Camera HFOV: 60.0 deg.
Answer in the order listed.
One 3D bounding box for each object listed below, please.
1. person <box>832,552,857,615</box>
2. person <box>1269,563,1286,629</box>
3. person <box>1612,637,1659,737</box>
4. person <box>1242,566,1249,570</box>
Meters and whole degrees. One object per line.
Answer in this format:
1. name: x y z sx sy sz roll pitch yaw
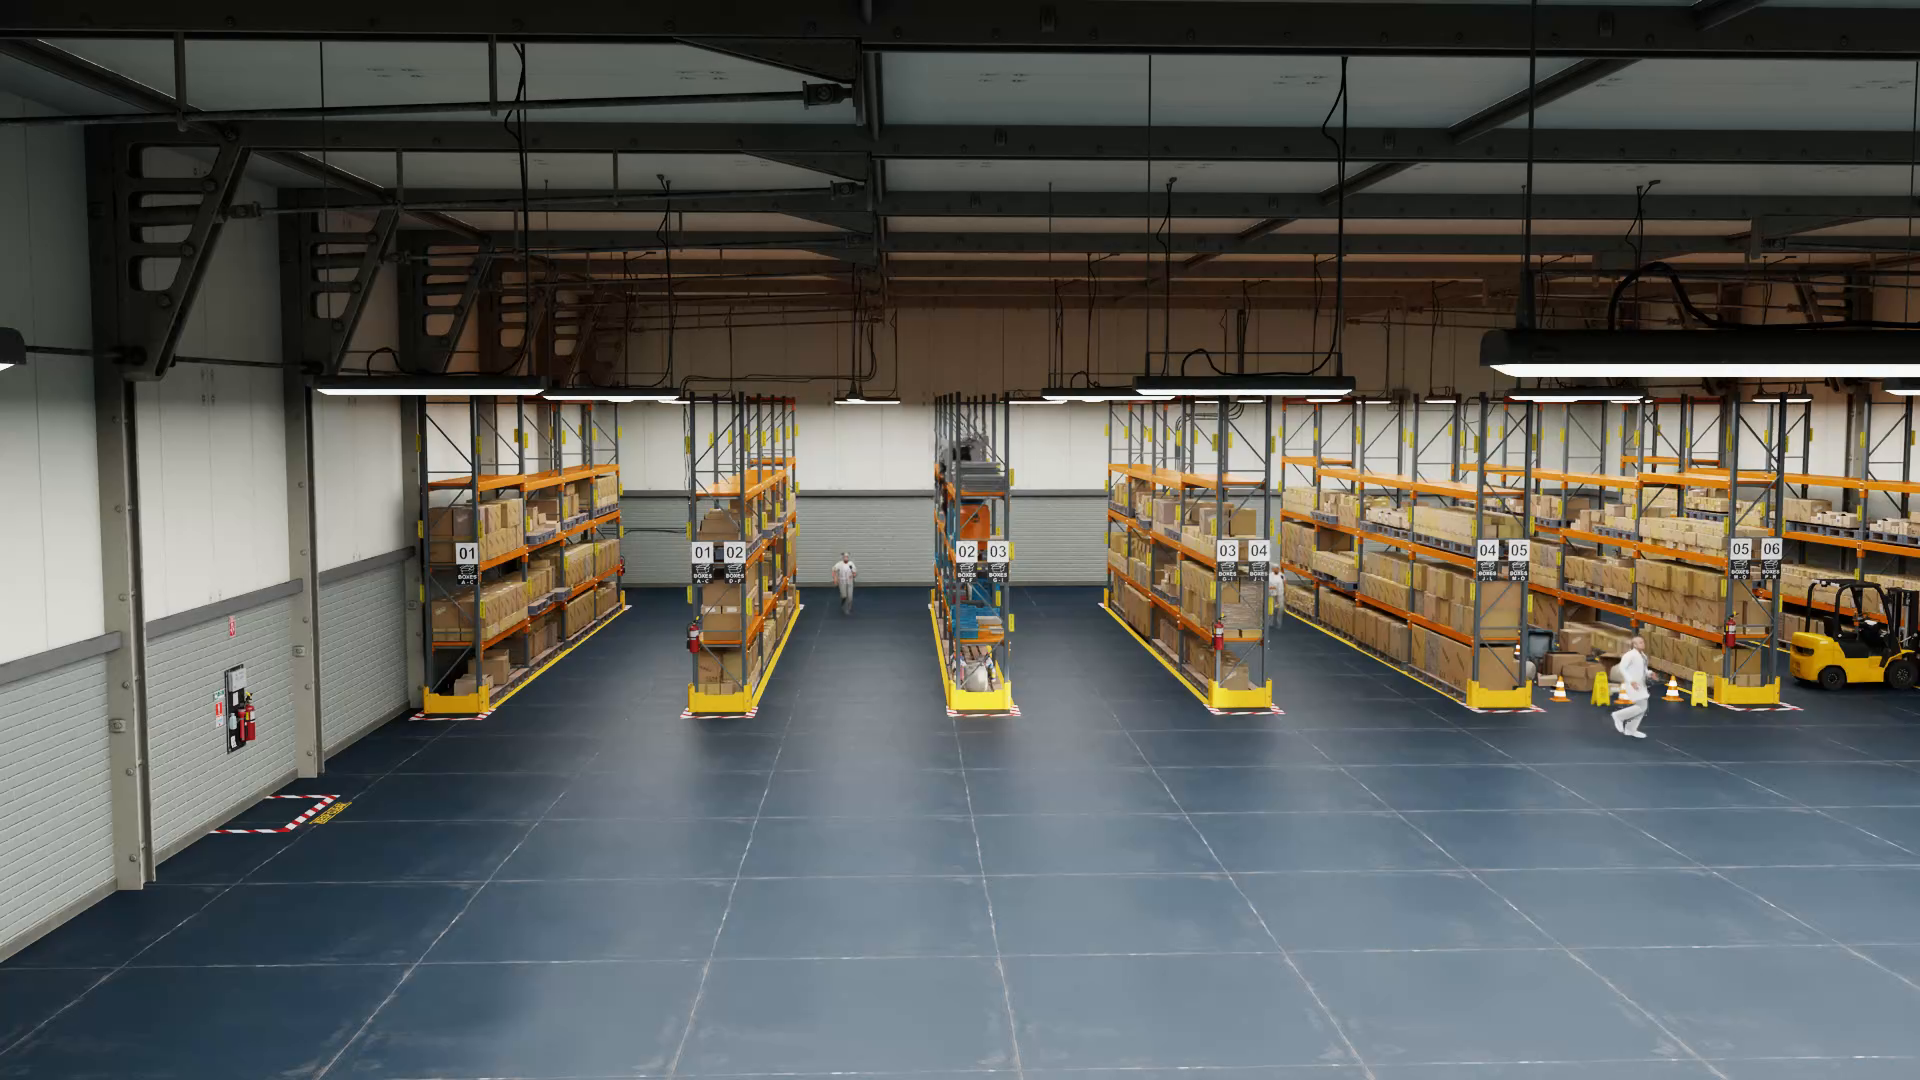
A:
1. person: -3.150 1.199 45.805 0.683 1.749 0.598 -1 5 -15
2. person: 8.182 1.460 43.096 0.604 1.717 0.718 0 5 2
3. person: 11.755 2.543 28.910 0.673 1.748 0.700 4 6 41
4. person: 7.979 1.019 48.167 0.871 1.716 0.675 3 5 32
